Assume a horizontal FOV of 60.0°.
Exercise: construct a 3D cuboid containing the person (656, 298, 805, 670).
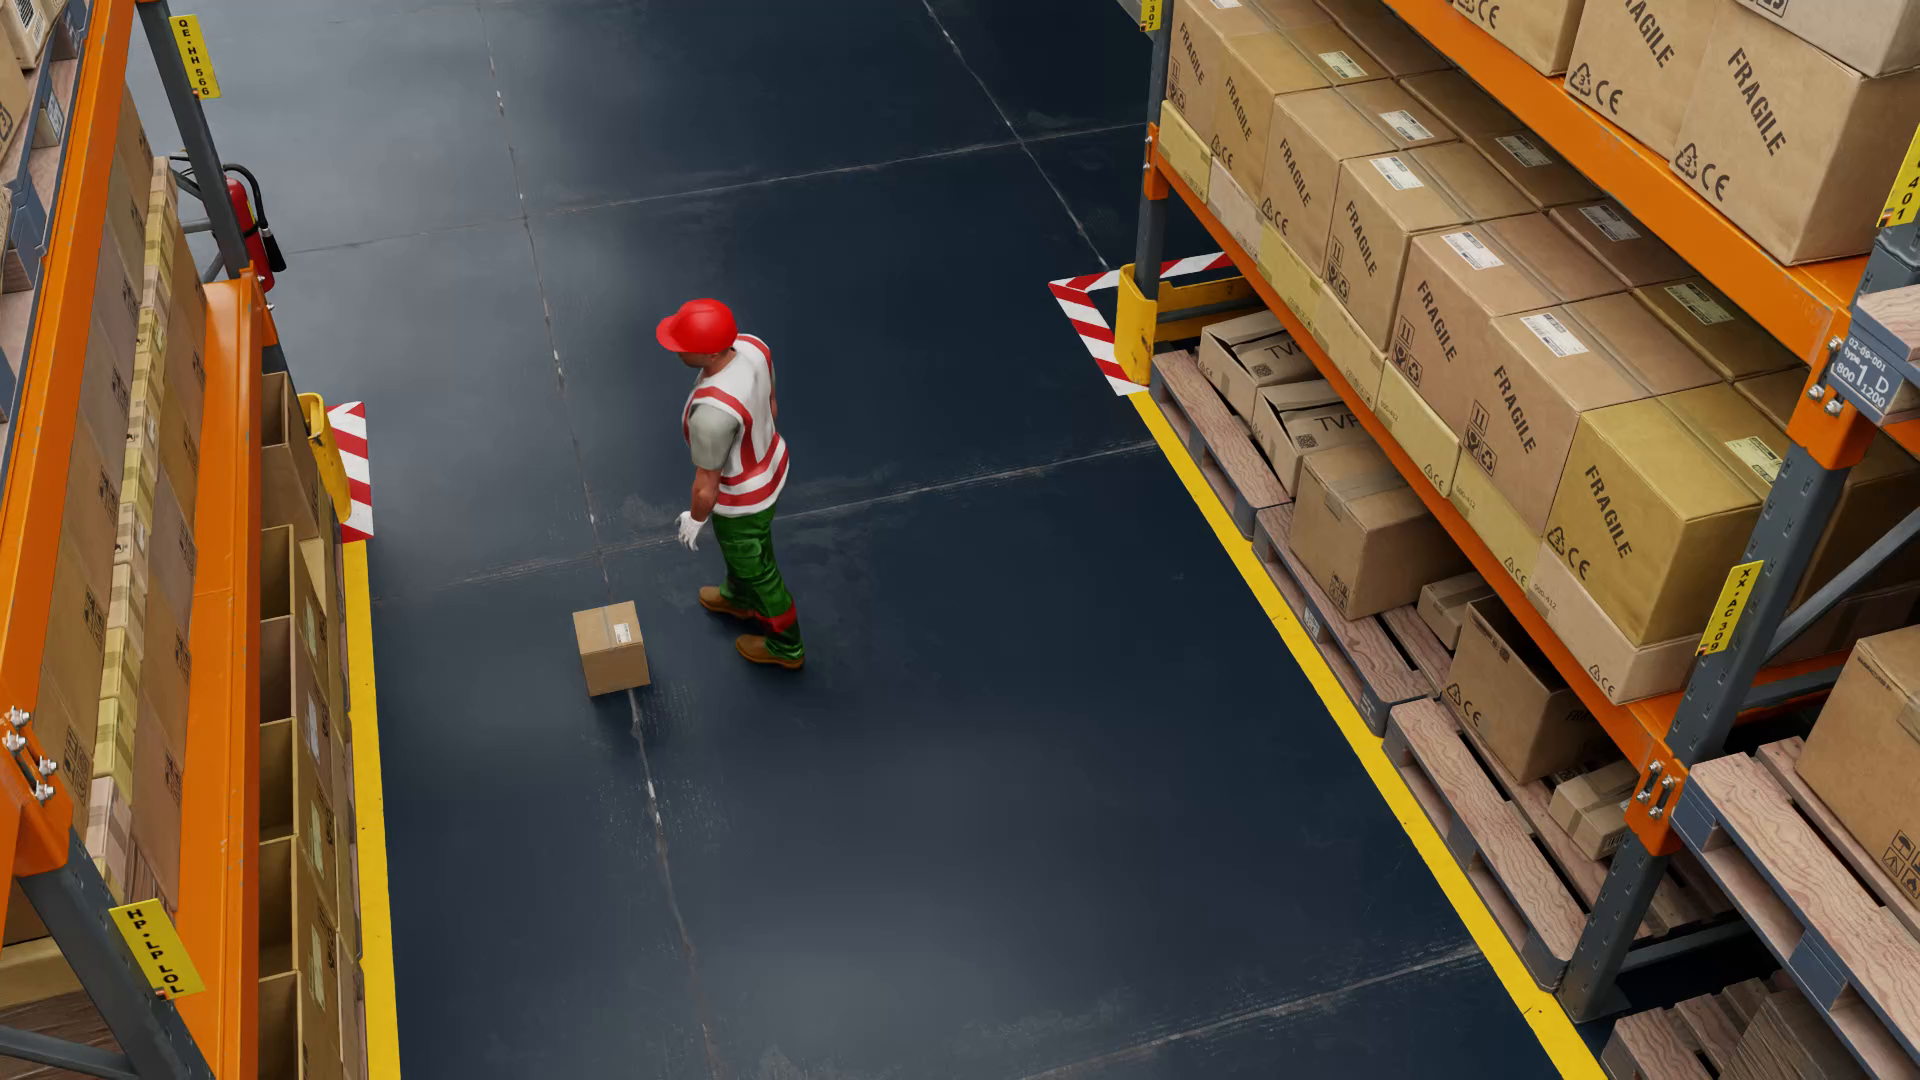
[{"bbox_3d":[-0.904,-0.217,6.363,0.571,1.783,0.601,8,43,9],"label":"person"}]
